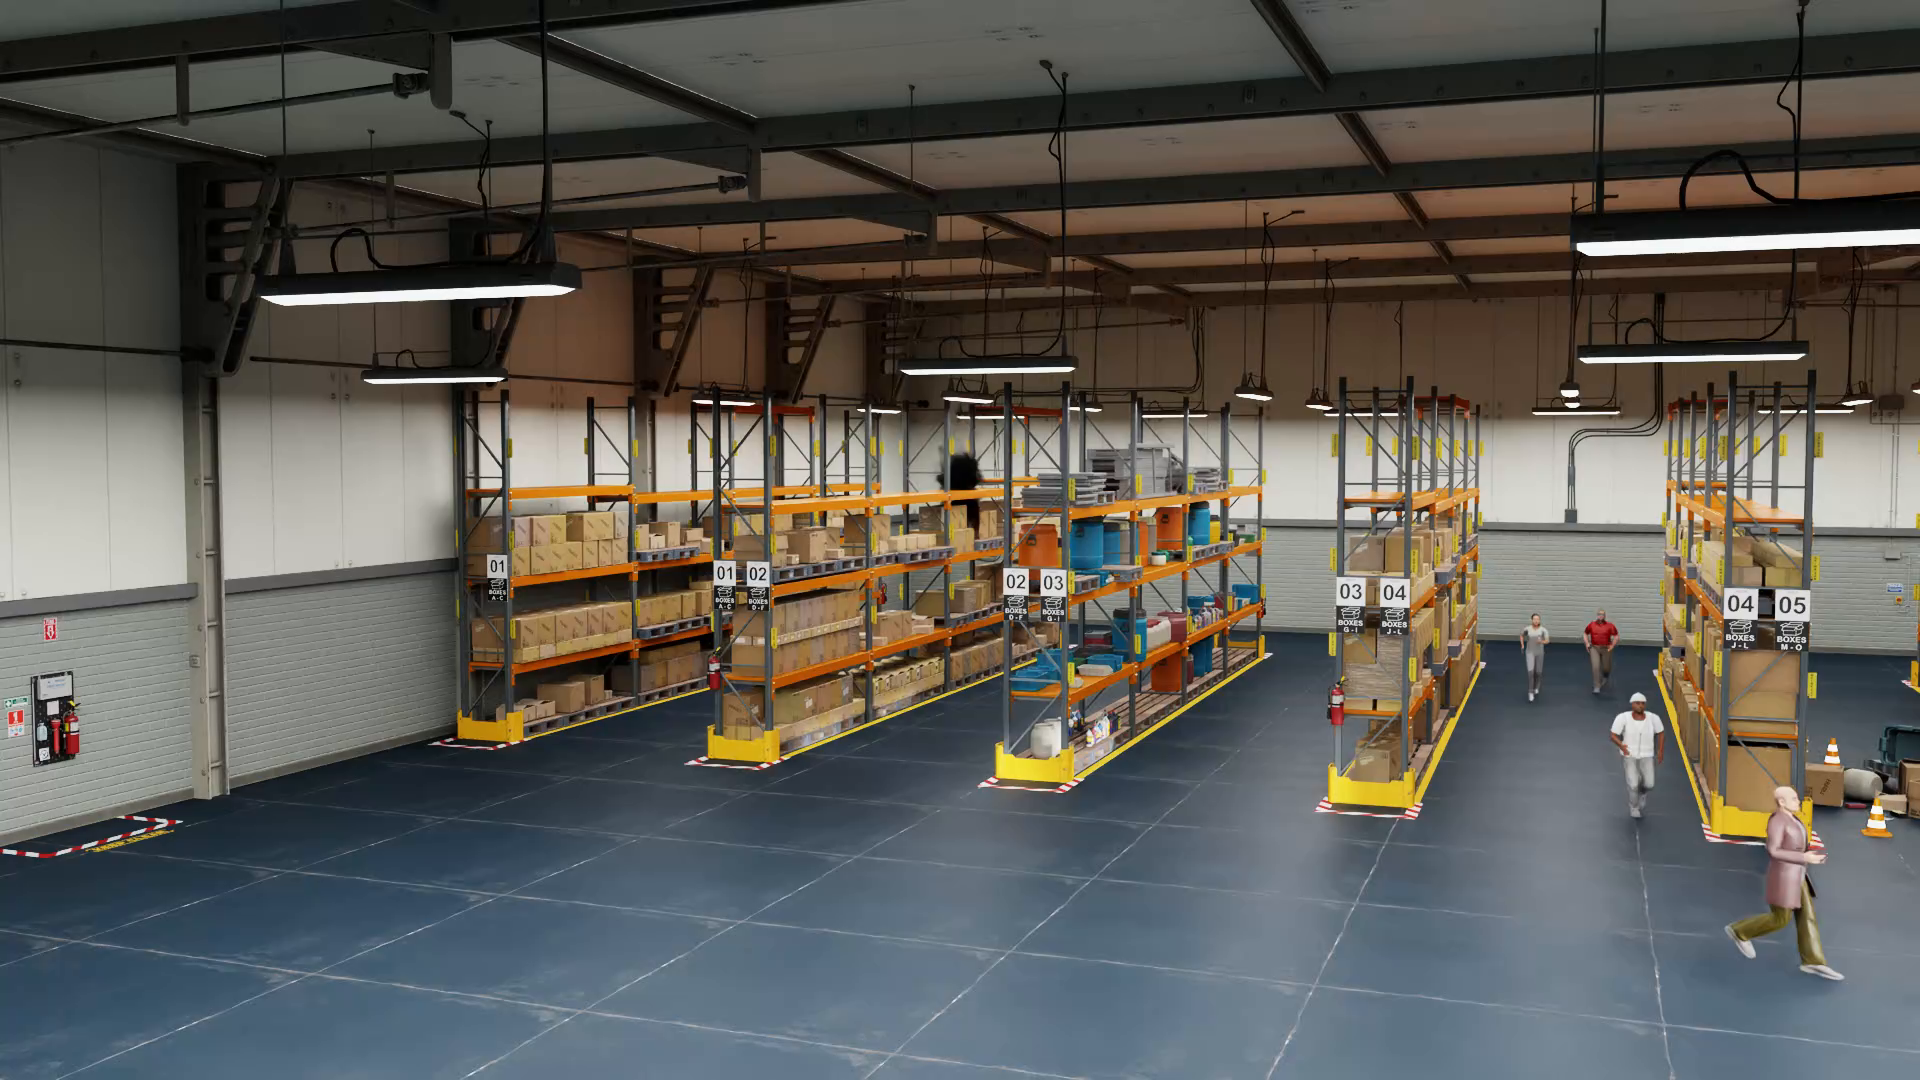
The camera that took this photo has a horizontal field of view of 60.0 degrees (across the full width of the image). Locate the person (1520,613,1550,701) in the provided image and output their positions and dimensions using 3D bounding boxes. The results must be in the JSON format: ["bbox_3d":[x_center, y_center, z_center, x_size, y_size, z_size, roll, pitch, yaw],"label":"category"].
[{"bbox_3d":[11.504,2.319,33.285,0.544,1.709,0.854,1,3,14],"label":"person"}]

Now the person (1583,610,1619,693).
[{"bbox_3d":[13.162,2.273,34.173,0.699,1.678,0.792,1,3,24],"label":"person"}]

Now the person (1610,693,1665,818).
[{"bbox_3d":[9.168,2.911,22.470,0.710,1.701,0.602,1,3,13],"label":"person"}]

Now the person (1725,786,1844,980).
[{"bbox_3d":[7.850,3.223,15.810,0.708,1.768,1.047,-3,4,-45],"label":"person"}]
